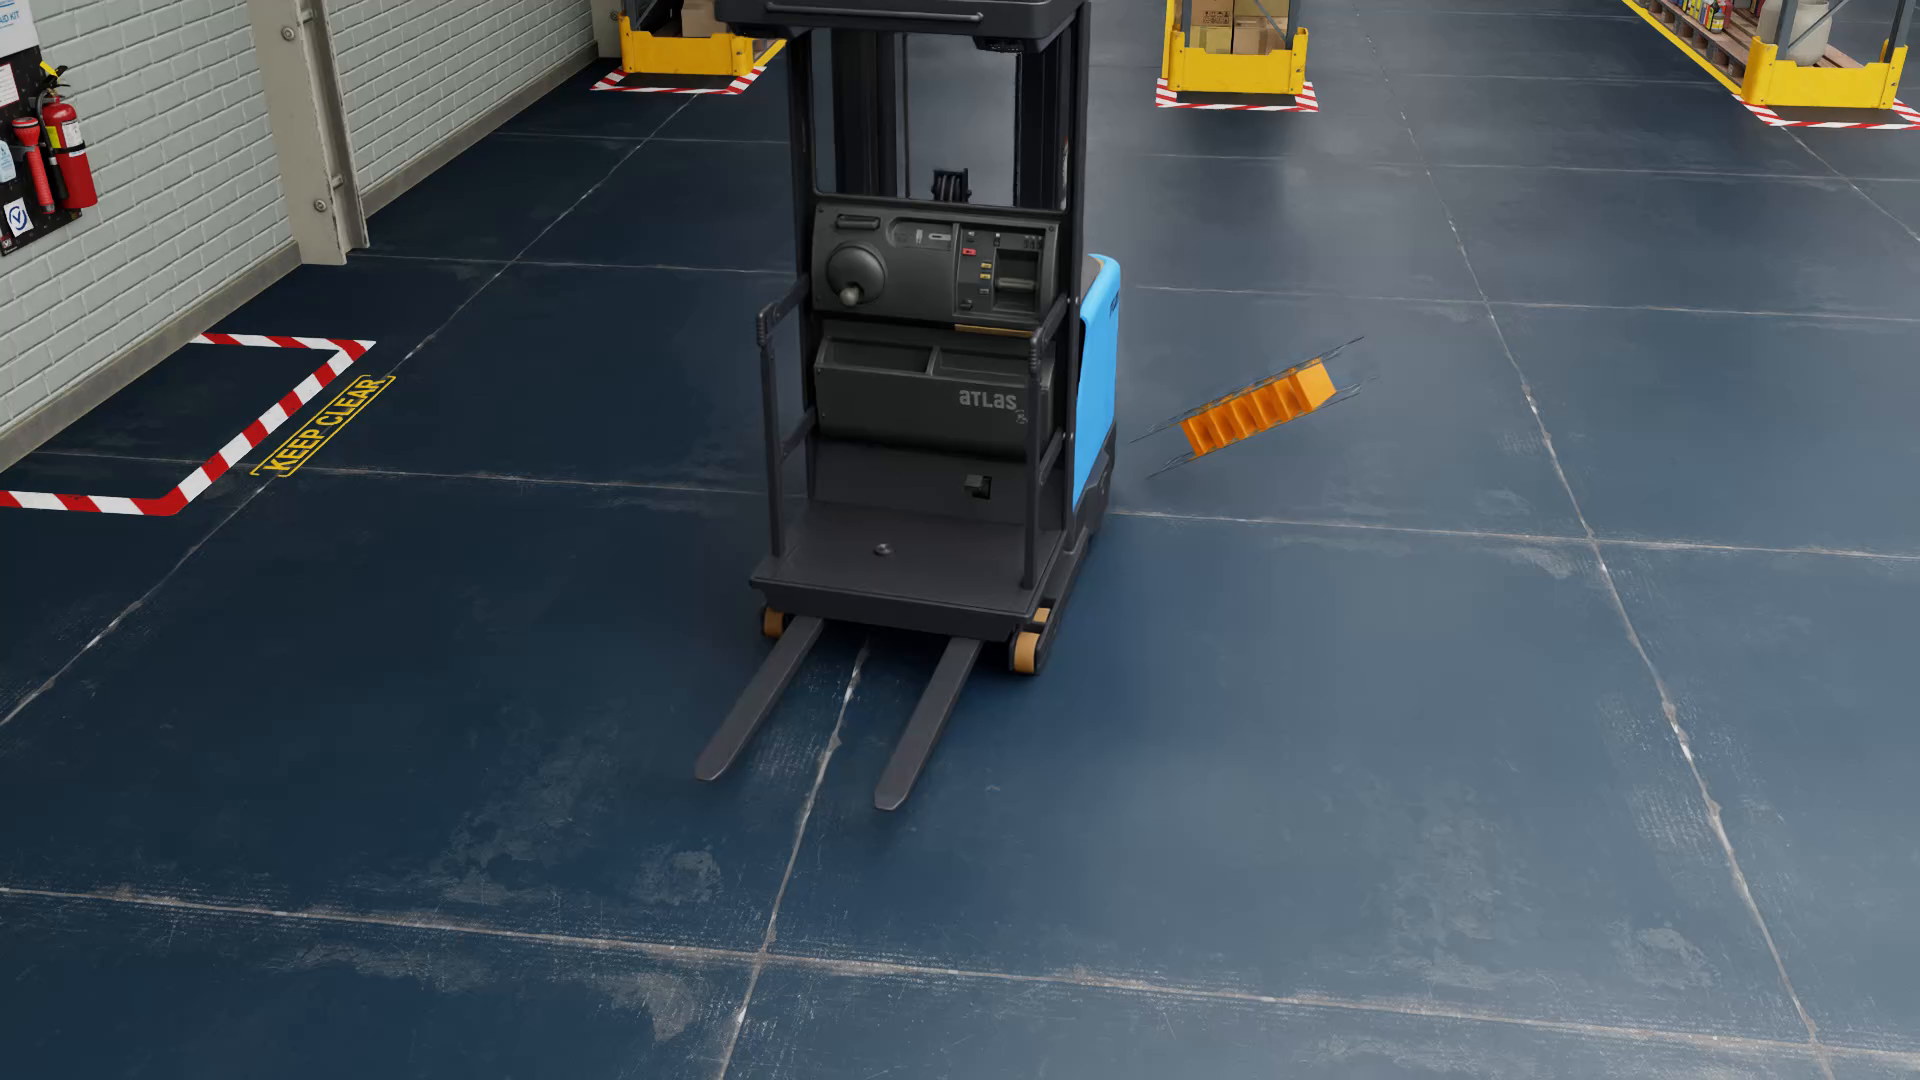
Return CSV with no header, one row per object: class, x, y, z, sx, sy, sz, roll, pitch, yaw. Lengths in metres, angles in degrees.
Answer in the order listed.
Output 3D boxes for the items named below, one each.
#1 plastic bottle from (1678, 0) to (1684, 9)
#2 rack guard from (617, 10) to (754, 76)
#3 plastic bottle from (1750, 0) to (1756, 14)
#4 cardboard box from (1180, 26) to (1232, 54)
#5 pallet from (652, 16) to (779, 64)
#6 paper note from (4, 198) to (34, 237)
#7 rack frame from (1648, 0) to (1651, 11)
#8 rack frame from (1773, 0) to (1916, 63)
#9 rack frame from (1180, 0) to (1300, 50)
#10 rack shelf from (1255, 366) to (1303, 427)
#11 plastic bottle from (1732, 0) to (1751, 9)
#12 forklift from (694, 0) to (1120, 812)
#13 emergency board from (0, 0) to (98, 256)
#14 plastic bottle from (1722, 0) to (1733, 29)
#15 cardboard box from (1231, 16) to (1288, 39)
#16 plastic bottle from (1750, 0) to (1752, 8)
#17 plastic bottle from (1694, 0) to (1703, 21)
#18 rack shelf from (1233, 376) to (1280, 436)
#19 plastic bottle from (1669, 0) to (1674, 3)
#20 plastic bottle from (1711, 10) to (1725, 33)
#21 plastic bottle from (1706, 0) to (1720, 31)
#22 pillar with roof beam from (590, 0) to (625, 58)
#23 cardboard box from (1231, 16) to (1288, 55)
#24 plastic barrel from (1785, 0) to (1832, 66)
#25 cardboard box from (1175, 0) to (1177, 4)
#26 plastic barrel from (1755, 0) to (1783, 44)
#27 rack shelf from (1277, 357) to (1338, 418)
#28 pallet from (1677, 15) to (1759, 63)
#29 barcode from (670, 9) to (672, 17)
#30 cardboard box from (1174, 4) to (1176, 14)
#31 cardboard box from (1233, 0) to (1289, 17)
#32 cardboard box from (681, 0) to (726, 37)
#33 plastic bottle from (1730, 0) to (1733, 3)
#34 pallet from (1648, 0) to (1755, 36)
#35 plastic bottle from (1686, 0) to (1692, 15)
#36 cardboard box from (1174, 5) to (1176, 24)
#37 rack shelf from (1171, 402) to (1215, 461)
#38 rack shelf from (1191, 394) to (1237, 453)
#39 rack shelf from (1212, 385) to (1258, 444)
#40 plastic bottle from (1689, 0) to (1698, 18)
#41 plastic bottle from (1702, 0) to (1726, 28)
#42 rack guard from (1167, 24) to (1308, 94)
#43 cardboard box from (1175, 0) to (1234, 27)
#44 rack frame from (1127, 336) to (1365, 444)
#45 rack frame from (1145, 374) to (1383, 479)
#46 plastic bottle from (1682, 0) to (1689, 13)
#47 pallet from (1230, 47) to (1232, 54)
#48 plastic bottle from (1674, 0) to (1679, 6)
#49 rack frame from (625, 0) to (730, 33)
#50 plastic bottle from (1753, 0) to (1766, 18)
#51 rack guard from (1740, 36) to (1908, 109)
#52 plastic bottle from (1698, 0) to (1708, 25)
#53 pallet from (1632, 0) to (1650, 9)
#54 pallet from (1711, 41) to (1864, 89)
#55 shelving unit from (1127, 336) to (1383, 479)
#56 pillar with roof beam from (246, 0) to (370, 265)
plastic bottle,7.288,-5.486,16.599,0.144,0.351,0.185,2,28,4
rack guard,-2.491,-4.531,15.133,1.175,0.500,0.348,3,28,6
plastic bottle,7.861,-5.332,16.385,0.061,0.283,0.133,3,28,6
cardboard box,2.189,-4.554,14.996,0.500,0.250,0.500,3,28,6
pallet,-2.357,-4.784,15.908,1.003,0.211,1.213,3,28,6
paper note,-4.439,-1.523,7.843,0.016,0.148,0.142,3,28,6
rack frame,7.822,-6.903,16.900,1.000,3.000,0.127,3,28,6
rack frame,7.332,-5.020,13.405,1.000,3.000,0.127,3,28,6
rack frame,2.416,-5.310,13.943,1.000,3.000,0.127,3,28,6
rack shelf,1.428,-0.633,7.301,0.103,0.180,0.258,-22,8,43
plastic bottle,7.855,-5.484,16.674,0.152,0.276,0.135,3,28,6
forklift,-0.151,-0.982,5.982,1.130,2.935,3.031,7,29,13
emergency board,-4.349,-1.990,7.781,0.194,1.169,0.643,3,28,6
plastic bottle,7.285,-5.019,15.803,0.061,0.283,0.133,3,28,6
cardboard box,2.760,-4.759,15.377,0.500,0.250,0.500,3,28,6
plastic bottle,8.005,-5.520,16.663,0.144,0.351,0.185,2,28,4
plastic bottle,7.213,-5.198,16.065,0.144,0.351,0.185,5,29,8
rack shelf,1.347,-0.600,7.384,0.103,0.180,0.258,-22,8,43
plastic bottle,7.335,-5.619,16.925,0.152,0.276,0.135,4,29,8
plastic bottle,7.122,-4.872,15.617,0.097,0.201,0.097,0,28,0
plastic bottle,7.118,-4.964,15.701,0.061,0.283,0.133,4,29,7
pillar with roof beam,0.999,-8.366,13.292,9.100,9.000,0.400,3,28,6
cardboard box,2.703,-4.523,14.940,0.500,0.250,0.500,3,28,6
plastic barrel,7.337,-4.424,14.479,0.421,0.512,0.421,0,28,0
cardboard box,2.295,-5.355,15.694,0.500,0.500,0.500,3,28,6
plastic barrel,7.398,-4.660,14.917,0.421,0.512,0.421,0,28,0
rack shelf,1.509,-0.666,7.219,0.103,0.180,0.258,-22,8,43
pallet,7.551,-4.786,15.910,1.003,0.211,1.213,3,28,6
barcode,-2.721,-4.962,15.659,0.001,0.075,0.075,3,28,6
cardboard box,2.297,-5.025,15.871,0.500,0.250,0.500,3,28,6
cardboard box,2.762,-5.089,15.199,0.500,0.500,0.500,3,28,6
cardboard box,-2.327,-4.926,15.602,0.500,0.311,0.500,0,28,0
plastic bottle,7.886,-5.619,16.846,0.144,0.351,0.185,3,28,6
pallet,7.698,-5.361,16.979,1.003,0.211,1.213,3,28,6
plastic bottle,7.230,-5.288,16.389,0.097,0.201,0.097,0,28,0
cardboard box,2.238,-4.790,15.434,0.500,0.250,0.500,3,28,6
rack shelf,1.104,-0.501,7.630,0.103,0.180,0.258,-22,8,43
rack shelf,1.185,-0.534,7.548,0.103,0.180,0.258,-22,8,43
rack shelf,1.266,-0.567,7.466,0.103,0.180,0.258,-22,8,43
plastic bottle,7.236,-5.285,16.227,0.144,0.351,0.185,3,28,6
plastic bottle,7.180,-5.022,15.816,0.152,0.276,0.135,4,29,7
rack guard,2.413,-4.198,14.515,1.175,0.500,0.348,3,28,6
cardboard box,2.187,-4.884,14.818,0.500,0.500,0.500,3,28,6
rack frame,1.254,-0.660,7.426,1.200,0.006,0.240,-22,8,43
rack frame,1.339,-0.499,7.445,1.200,0.006,0.240,-22,8,43
plastic bottle,7.226,-5.381,16.475,0.061,0.283,0.133,5,29,8
pallet,2.468,-4.444,15.277,1.003,0.211,1.213,3,28,6
plastic bottle,7.311,-5.574,16.764,0.144,0.351,0.185,4,29,8
rack frame,-2.501,-5.596,14.474,1.000,3.000,0.127,3,28,6
plastic bottle,7.836,-5.268,16.266,0.061,0.283,0.133,3,28,6
rack guard,7.294,-3.958,14.070,1.175,0.500,0.348,3,28,6
plastic bottle,7.197,-5.087,15.937,0.152,0.276,0.135,3,28,5
pallet,7.880,-6.047,18.252,1.003,0.211,1.213,3,28,6
pallet,7.399,-4.213,14.847,1.003,0.211,1.213,3,28,6
shelving unit,1.296,-0.579,7.435,1.200,0.189,0.258,-22,8,43
pillar with roof beam,0.264,-5.542,8.049,9.100,9.000,0.400,3,28,6
